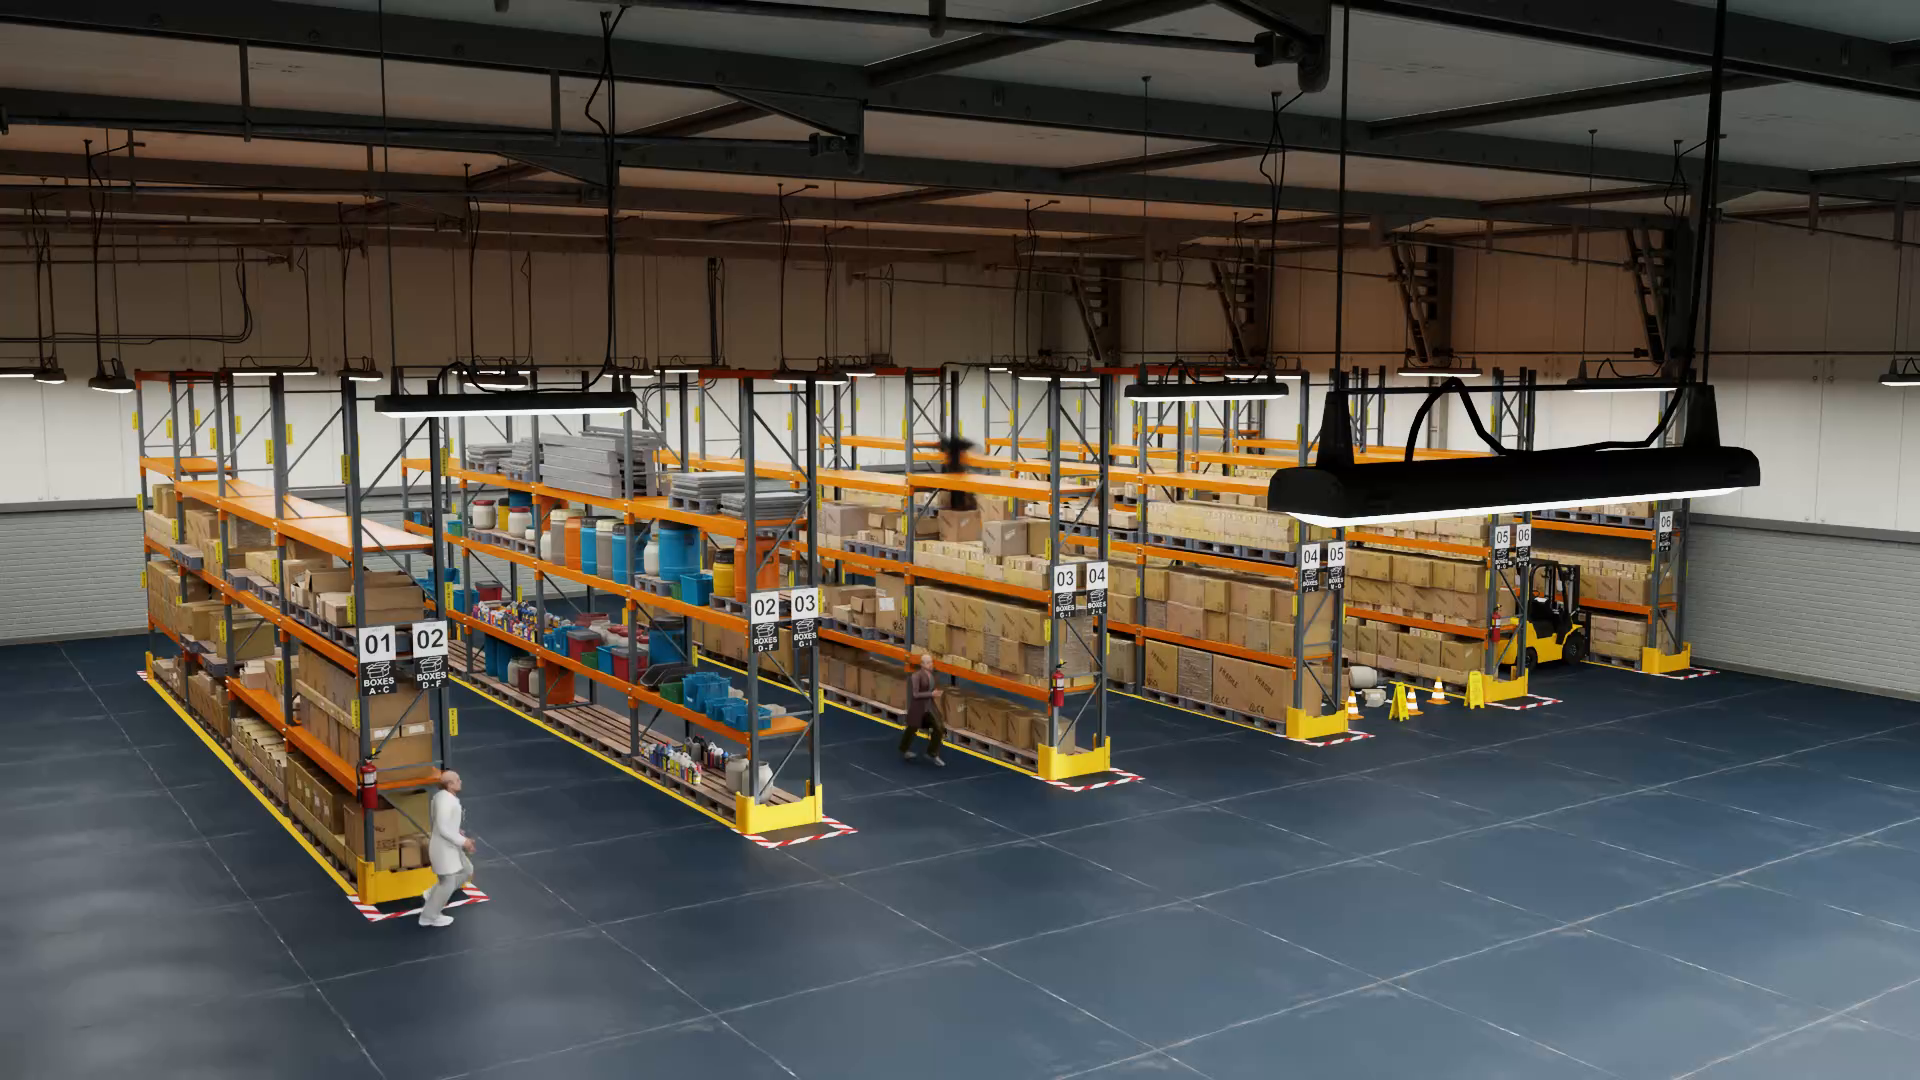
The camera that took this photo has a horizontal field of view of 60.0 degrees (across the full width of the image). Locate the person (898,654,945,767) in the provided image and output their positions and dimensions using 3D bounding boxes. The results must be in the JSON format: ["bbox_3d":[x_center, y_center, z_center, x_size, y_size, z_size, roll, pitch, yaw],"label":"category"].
[{"bbox_3d":[-0.584,2.631,25.450,0.628,1.644,1.026,-5,8,-39],"label":"person"}]

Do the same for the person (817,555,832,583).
[{"bbox_3d":[-3.434,0.815,41.843,0.801,1.662,0.644,-6,9,-42],"label":"person"}]

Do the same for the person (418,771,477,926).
[{"bbox_3d":[-5.684,3.403,18.416,0.656,1.725,0.676,-2,7,-14],"label":"person"}]

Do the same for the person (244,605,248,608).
[{"bbox_3d":[-14.546,1.640,33.726,0.909,1.807,0.674,3,7,26],"label":"person"}]
